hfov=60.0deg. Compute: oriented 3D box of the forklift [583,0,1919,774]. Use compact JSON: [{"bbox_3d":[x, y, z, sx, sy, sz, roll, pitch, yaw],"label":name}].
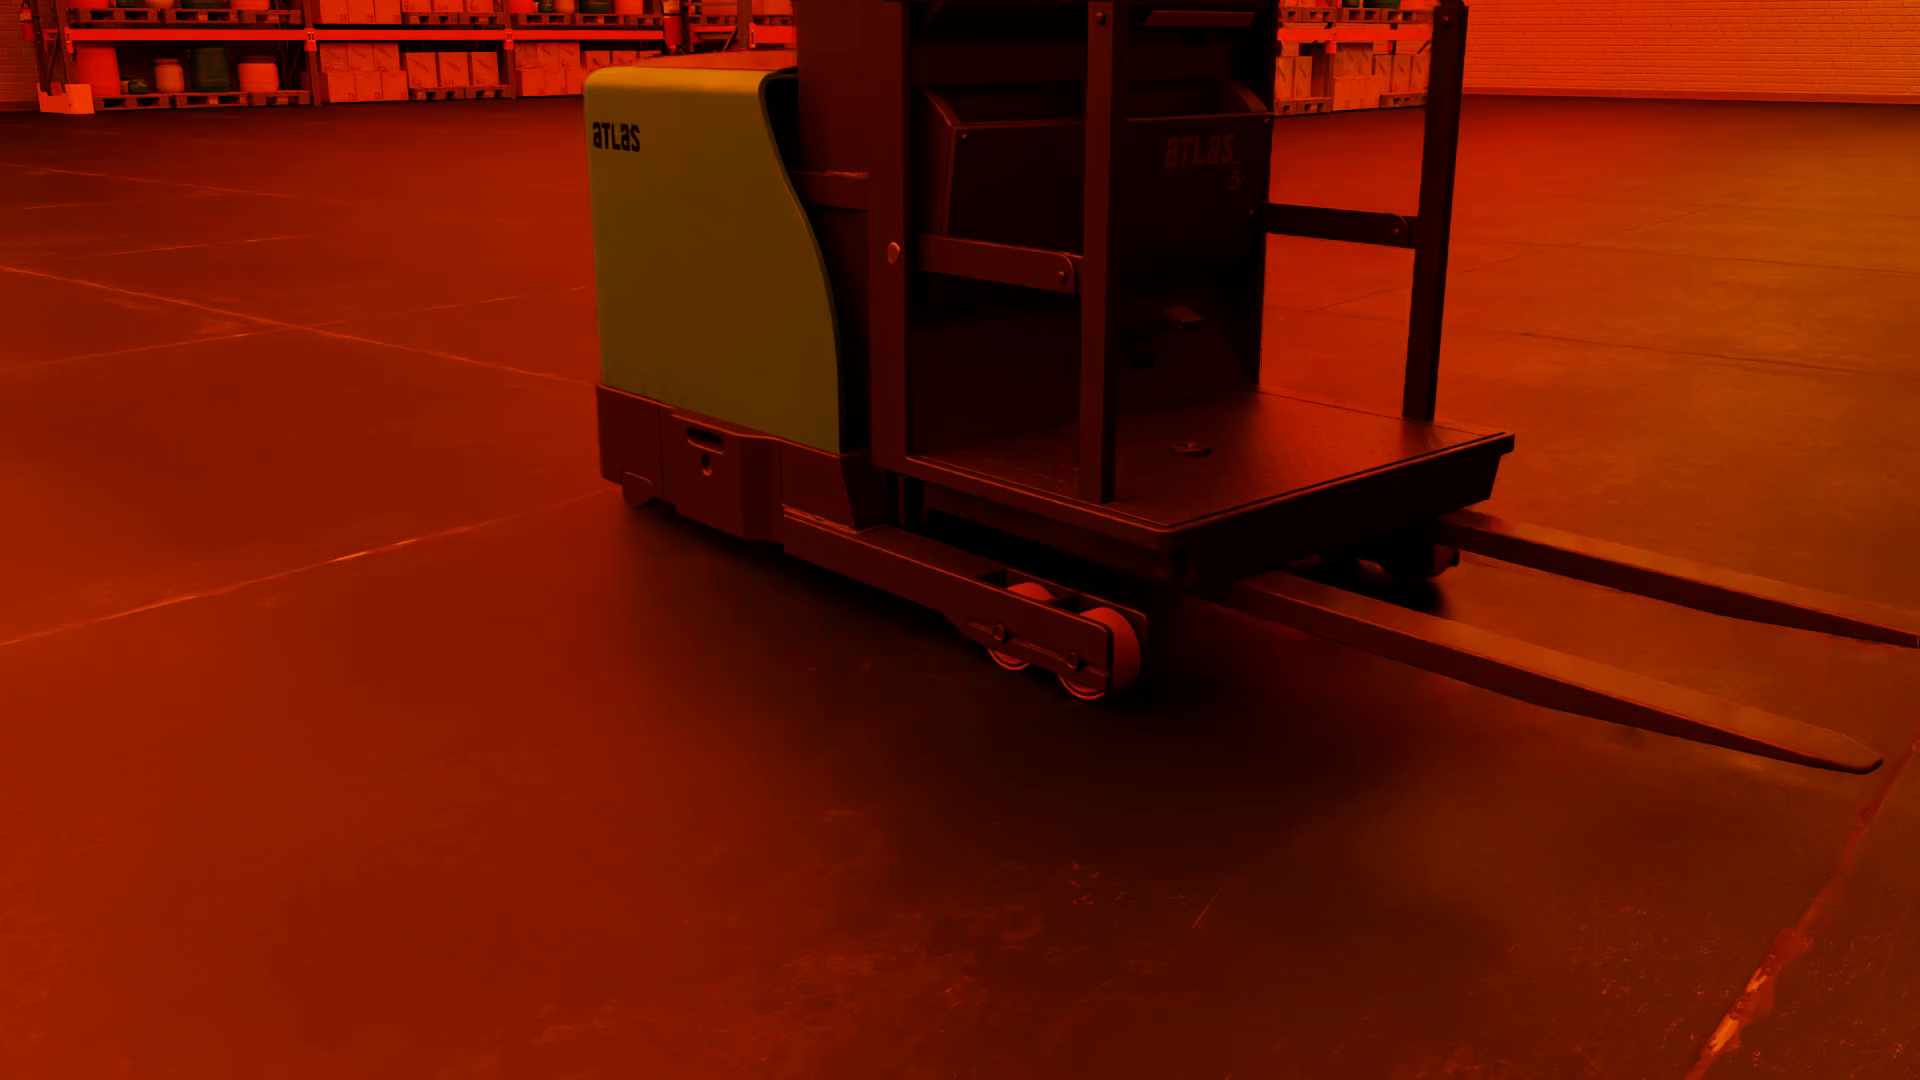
[{"bbox_3d":[0.433,-1.280,3.113,1.130,2.935,3.031,-14,22,-39],"label":"forklift"}]
